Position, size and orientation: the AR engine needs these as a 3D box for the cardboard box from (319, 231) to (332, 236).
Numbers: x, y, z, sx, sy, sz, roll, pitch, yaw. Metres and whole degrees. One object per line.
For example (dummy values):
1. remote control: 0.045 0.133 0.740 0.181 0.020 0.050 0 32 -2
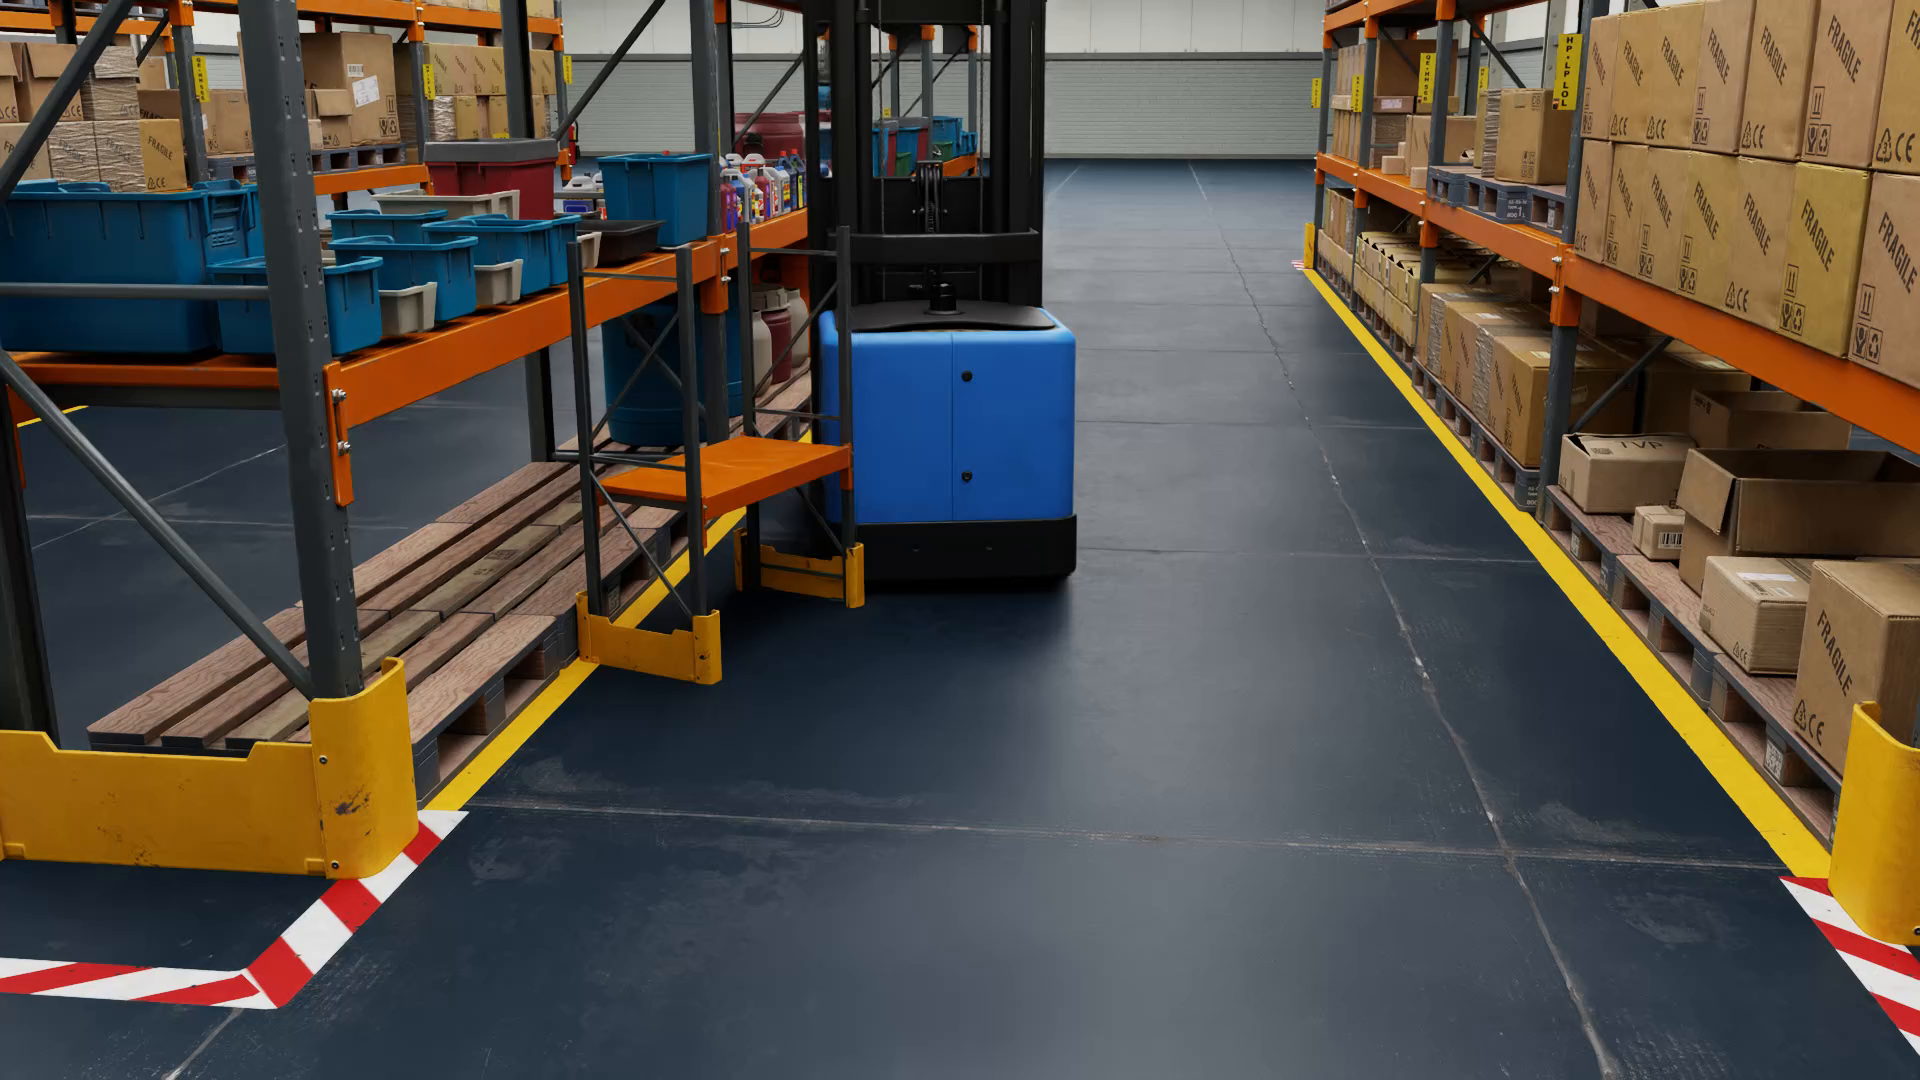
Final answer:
1. cardboard box: -5.843 -2.605 15.494 0.700 0.500 0.500 2 15 6

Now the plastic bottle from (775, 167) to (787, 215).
1. plastic bottle: -1.059 -2.036 9.692 0.097 0.271 0.097 0 15 0

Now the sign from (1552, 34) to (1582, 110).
1. sign: 2.708 -2.087 7.417 0.100 0.325 0.005 2 15 6

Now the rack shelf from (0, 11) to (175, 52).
1. rack shelf: -10.371 -5.672 18.525 1.077 0.370 4.000 2 15 6

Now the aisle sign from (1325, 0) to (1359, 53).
1. aisle sign: 4.317 -5.906 18.778 0.394 0.787 0.004 2 15 6

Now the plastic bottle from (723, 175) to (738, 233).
1. plastic bottle: -1.181 -1.721 8.502 0.061 0.283 0.133 2 15 6

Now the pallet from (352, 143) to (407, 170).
1. pallet: -5.910 -3.594 15.575 1.003 0.211 1.213 2 15 6

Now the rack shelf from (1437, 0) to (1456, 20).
1. rack shelf: 3.486 -3.132 9.132 1.077 0.370 4.000 2 15 6

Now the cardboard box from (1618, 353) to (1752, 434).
1. cardboard box: 3.557 -0.637 8.217 0.500 0.500 0.500 1 15 4

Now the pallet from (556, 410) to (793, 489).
1. pallet: -1.532 -0.513 9.154 1.003 0.211 1.213 2 15 6

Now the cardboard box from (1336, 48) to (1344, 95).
1. cardboard box: 4.543 -5.165 18.341 0.700 0.500 0.500 2 15 6

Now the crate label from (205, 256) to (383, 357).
1. crate label: -1.757 -0.625 4.432 0.416 0.233 0.303 2 15 6

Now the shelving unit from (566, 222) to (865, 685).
1. shelving unit: -0.884 -0.377 6.183 0.587 1.500 1.083 8 17 26

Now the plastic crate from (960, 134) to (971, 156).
1. plastic crate: -0.145 -4.394 18.449 0.499 0.251 0.408 2 15 6

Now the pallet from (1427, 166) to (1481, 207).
1. pallet: 3.705 -2.280 10.715 1.213 0.211 1.003 2 15 6

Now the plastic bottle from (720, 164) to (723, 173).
1. plastic bottle: -1.612 -2.381 10.969 0.097 0.271 0.097 0 15 0

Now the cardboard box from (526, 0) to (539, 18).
1. cardboard box: -5.084 -6.032 18.762 0.500 0.250 0.500 2 15 7

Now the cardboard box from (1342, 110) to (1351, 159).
1. cardboard box: 4.433 -4.288 17.582 0.700 0.500 0.500 2 15 7

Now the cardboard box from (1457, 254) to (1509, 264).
1. cardboard box: 4.173 -2.092 13.043 0.500 0.311 0.500 1 15 5

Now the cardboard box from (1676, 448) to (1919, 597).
1. cardboard box: 3.053 -0.033 5.977 0.797 0.503 0.637 2 15 6

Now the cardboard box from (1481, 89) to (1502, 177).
1. cardboard box: 3.460 -2.403 9.807 0.700 0.500 0.500 5 16 17

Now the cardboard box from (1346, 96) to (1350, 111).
1. cardboard box: 4.182 -4.493 17.096 0.380 0.149 0.250 2 15 7

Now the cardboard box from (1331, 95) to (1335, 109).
1. cardboard box: 4.356 -4.891 18.570 0.380 0.149 0.250 2 15 6

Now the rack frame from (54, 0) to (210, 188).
1. rack frame: -6.131 -2.843 12.430 1.000 3.000 0.127 2 15 6

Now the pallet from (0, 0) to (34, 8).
1. pallet: -10.494 -5.670 17.308 1.003 0.211 1.213 2 15 6

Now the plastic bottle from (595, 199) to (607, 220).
1. plastic bottle: -1.812 -1.677 8.497 0.097 0.201 0.097 0 15 0

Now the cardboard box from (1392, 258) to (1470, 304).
1. cardboard box: 3.578 -1.975 12.607 0.500 0.311 0.500 1 15 5

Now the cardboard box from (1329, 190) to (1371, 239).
1. cardboard box: 4.235 -3.470 17.776 0.500 0.500 0.500 2 15 6

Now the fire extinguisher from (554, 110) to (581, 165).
1. fire extinguisher: -4.757 -4.897 20.173 0.296 0.674 0.183 2 15 6

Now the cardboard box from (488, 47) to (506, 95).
1. cardboard box: -5.219 -5.054 17.928 0.500 0.500 0.500 2 15 6

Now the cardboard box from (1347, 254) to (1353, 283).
1. cardboard box: 3.998 -2.590 15.957 0.500 0.250 0.500 2 15 6

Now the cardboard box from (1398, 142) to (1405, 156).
1. cardboard box: 4.151 -3.386 14.727 0.500 0.250 0.500 3 15 10

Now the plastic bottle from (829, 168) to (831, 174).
1. plastic bottle: -0.889 -2.395 11.152 0.097 0.201 0.097 0 15 0

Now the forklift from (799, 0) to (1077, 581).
1. forklift: -0.187 -1.581 7.892 1.130 2.935 3.031 -2 15 -6

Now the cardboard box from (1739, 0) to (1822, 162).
1. cardboard box: 2.696 -1.396 4.970 0.500 0.500 0.500 2 15 8

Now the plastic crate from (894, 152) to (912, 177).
1. plastic crate: -0.674 -3.172 14.054 0.450 0.188 0.662 2 15 6

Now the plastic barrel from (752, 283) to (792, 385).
1. plastic barrel: -1.375 -1.316 10.596 0.600 0.588 0.708 2 15 6

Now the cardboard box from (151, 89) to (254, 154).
1. cardboard box: -6.146 -3.383 13.431 0.700 0.500 0.500 4 16 15

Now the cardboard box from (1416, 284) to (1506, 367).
1. cardboard box: 3.376 -1.447 11.211 0.500 0.500 0.500 2 15 9

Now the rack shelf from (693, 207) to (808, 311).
1. rack shelf: -1.435 -1.831 10.066 1.077 0.370 4.000 2 15 6

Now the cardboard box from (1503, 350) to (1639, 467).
1. cardboard box: 3.031 -0.655 8.284 0.500 0.500 0.500 2 15 6

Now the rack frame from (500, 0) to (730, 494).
1. rack frame: -1.661 -1.660 8.054 1.000 3.000 0.127 2 15 6

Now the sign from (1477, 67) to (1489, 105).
1. sign: 4.703 -4.095 14.994 0.100 0.325 0.005 2 15 6

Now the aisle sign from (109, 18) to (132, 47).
1. aisle sign: -10.435 -6.373 20.502 0.394 0.787 0.004 2 15 6

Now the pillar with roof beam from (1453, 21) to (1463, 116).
1. pillar with roof beam: 9.425 -15.077 46.180 9.100 9.000 0.400 2 15 6

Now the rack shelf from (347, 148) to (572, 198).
1. rack shelf: -5.454 -4.052 18.279 1.077 0.370 4.000 2 15 6

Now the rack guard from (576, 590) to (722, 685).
1. rack guard: -1.111 0.342 5.917 0.587 0.250 0.087 8 17 26

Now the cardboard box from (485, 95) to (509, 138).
1. cardboard box: -5.422 -4.577 18.081 0.875 0.500 0.500 2 15 6

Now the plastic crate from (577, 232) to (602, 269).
1. plastic crate: -1.559 -1.101 6.378 0.293 0.136 0.466 2 15 6

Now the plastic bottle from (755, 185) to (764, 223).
1. plastic bottle: -1.127 -1.847 9.128 0.097 0.201 0.097 0 15 0

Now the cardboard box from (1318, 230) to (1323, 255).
1. cardboard box: 4.333 -3.368 18.835 0.500 0.250 0.500 2 15 6

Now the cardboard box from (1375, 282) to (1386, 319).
1. cardboard box: 3.698 -1.967 13.653 0.500 0.250 0.500 2 15 7

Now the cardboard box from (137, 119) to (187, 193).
1. cardboard box: -5.940 -2.756 11.917 0.500 0.500 0.500 2 15 8

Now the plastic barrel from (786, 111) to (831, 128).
1. plastic barrel: -1.216 -3.256 13.697 0.433 0.535 0.433 0 15 0

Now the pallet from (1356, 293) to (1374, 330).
1. pallet: 4.119 -2.050 14.837 1.003 0.211 1.213 2 15 6

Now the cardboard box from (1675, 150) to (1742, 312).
1. cardboard box: 2.763 -1.043 5.580 0.500 0.500 0.500 1 15 5
